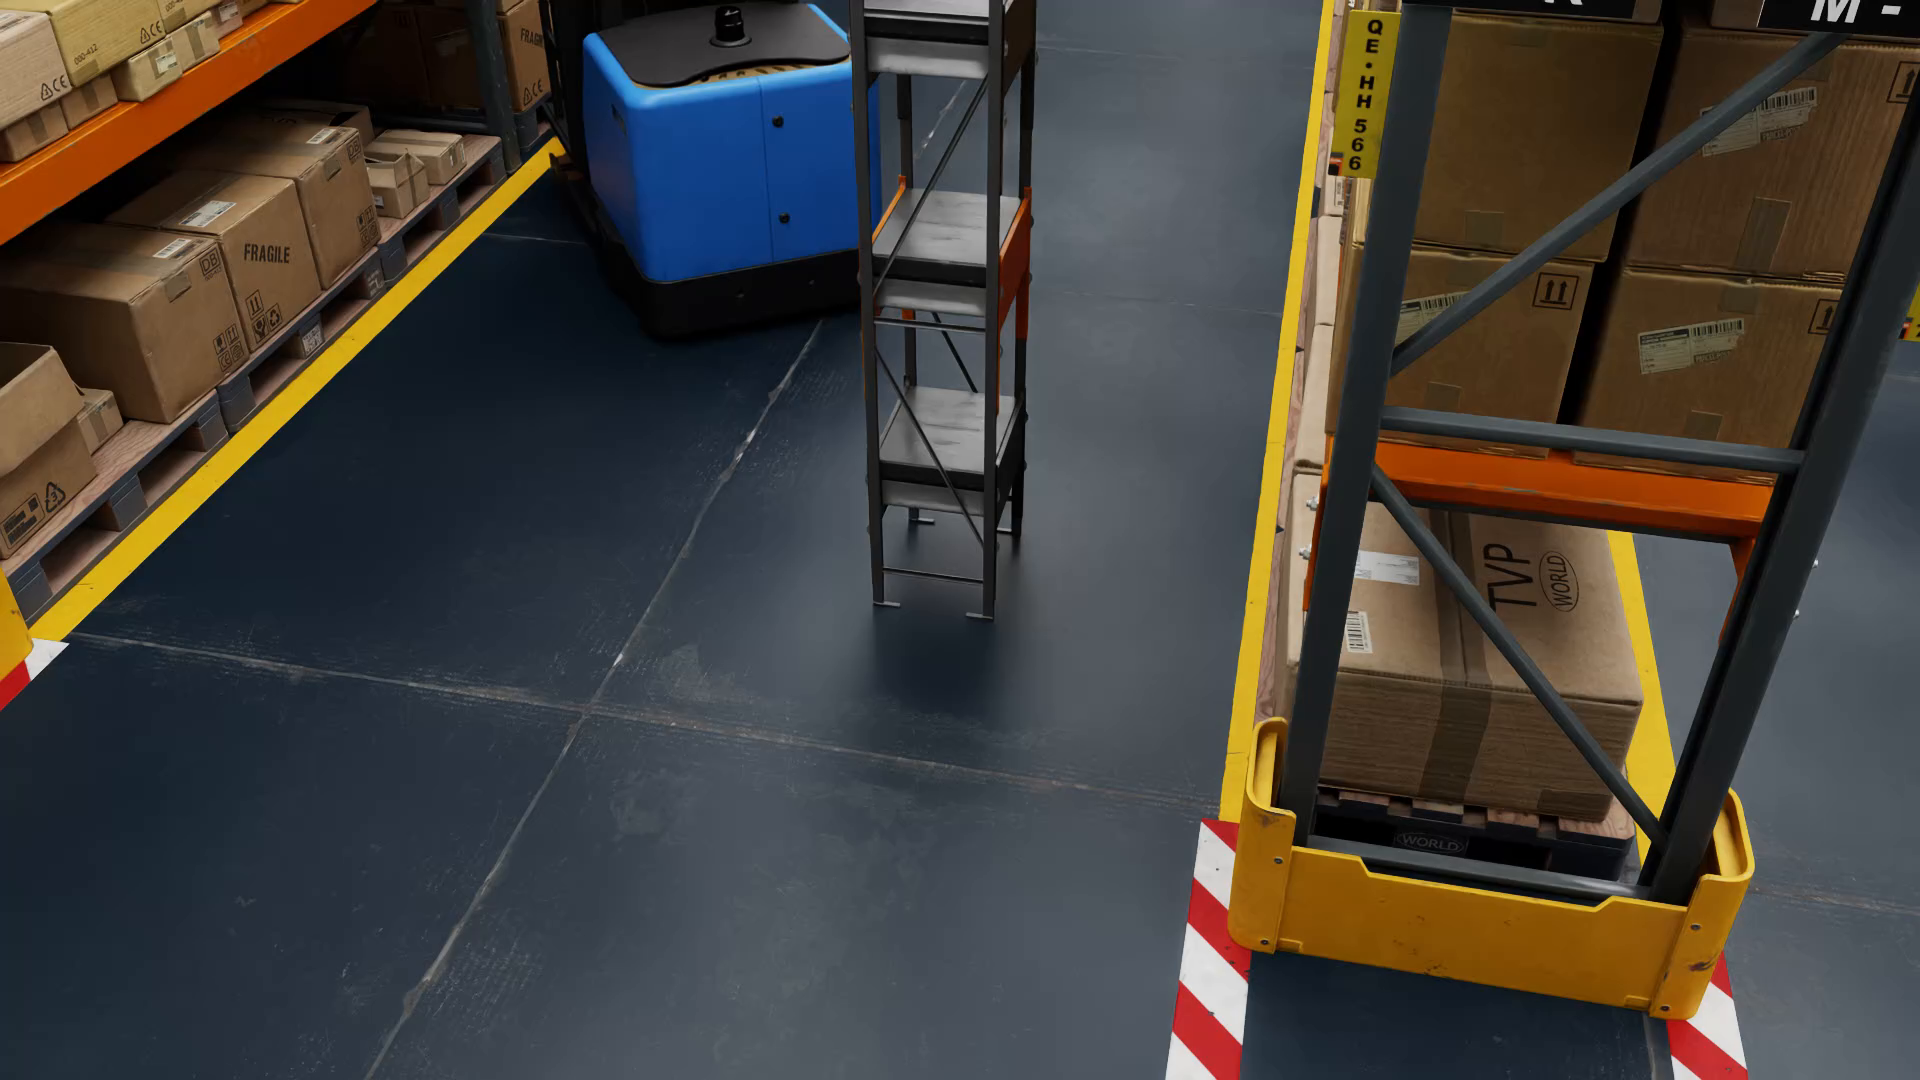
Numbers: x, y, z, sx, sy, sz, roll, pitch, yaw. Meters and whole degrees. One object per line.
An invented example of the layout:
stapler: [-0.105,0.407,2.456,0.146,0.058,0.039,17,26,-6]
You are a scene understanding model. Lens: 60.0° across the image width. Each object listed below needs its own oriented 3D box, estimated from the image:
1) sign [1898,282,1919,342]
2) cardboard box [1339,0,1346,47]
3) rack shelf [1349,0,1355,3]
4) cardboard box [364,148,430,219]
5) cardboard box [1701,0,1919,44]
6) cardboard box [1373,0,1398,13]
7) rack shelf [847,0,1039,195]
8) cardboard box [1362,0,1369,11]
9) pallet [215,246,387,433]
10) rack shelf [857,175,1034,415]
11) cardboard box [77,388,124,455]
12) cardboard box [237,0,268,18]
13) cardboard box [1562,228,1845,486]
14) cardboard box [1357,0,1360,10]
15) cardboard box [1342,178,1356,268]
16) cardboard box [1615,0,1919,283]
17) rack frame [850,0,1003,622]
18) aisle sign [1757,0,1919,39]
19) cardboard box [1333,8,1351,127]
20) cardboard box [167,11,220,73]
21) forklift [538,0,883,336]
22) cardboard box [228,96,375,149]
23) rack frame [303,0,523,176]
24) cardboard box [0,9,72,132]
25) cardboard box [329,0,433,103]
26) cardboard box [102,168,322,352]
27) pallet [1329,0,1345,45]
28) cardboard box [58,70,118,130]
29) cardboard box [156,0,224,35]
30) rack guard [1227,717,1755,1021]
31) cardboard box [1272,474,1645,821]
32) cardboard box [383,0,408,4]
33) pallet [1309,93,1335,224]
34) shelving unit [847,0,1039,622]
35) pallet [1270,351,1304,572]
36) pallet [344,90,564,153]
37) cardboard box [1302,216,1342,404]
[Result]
sign: [1.841,-0.514,3.098,0.100,0.325,0.005,7,37,10]
cardboard box: [2.585,-3.204,9.067,0.875,0.875,0.875,8,37,11]
rack shelf: [2.581,-3.353,8.433,1.077,0.370,4.000,7,37,10]
cardboard box: [-2.604,-1.620,7.400,0.396,0.266,0.258,9,37,12]
cardboard box: [1.646,-1.081,3.195,0.380,0.149,0.250,8,37,11]
cardboard box: [1.253,-1.259,3.994,0.500,0.500,0.500,7,37,10]
rack shelf: [-0.035,-1.311,4.600,0.431,0.518,0.480,7,37,10]
cardboard box: [1.464,-1.434,5.087,0.500,0.500,0.500,8,37,11]
pallet: [-3.102,-0.893,6.803,1.003,0.211,1.213,7,37,10]
rack shelf: [-0.035,-0.744,5.011,0.431,0.518,0.480,7,37,10]
cardboard box: [-3.198,-0.417,5.841,0.380,0.149,0.250,6,36,8]
cardboard box: [-2.858,-2.066,6.259,0.380,0.149,0.250,8,37,11]
cardboard box: [1.683,-0.484,3.776,0.500,0.500,0.500,7,37,10]
cardboard box: [1.687,-2.014,5.887,0.500,0.500,0.500,8,37,10]
cardboard box: [1.266,-0.840,4.268,0.500,0.500,0.500,7,36,9]
cardboard box: [1.680,-0.889,3.483,0.500,0.500,0.500,7,36,9]
rack frame: [-0.087,-0.615,4.810,0.400,2.100,0.015,7,37,10]
aisle sign: [1.568,-1.179,2.606,0.394,0.787,0.004,7,37,10]
cardboard box: [2.208,-2.173,7.644,0.875,0.875,0.875,8,37,11]
cardboard box: [-2.852,-1.762,5.840,0.380,0.149,0.250,8,37,11]
forklift: [-1.345,-2.878,7.223,1.130,2.935,3.031,-14,38,-18]
cardboard box: [-3.068,-1.850,7.679,0.500,0.311,0.500,9,37,12]
rack frame: [-2.696,-3.117,7.495,1.000,3.000,0.127,7,37,10]
cardboard box: [-3.083,-1.399,4.999,0.500,0.250,0.500,8,37,10]
cardboard box: [-2.880,-2.594,8.545,0.500,0.500,0.500,7,37,10]
cardboard box: [-2.896,-1.097,6.479,0.500,0.500,0.500,8,37,11]
pallet: [2.766,-3.219,10.011,1.003,0.211,1.213,7,37,10]
cardboard box: [-3.016,-1.473,5.441,0.380,0.149,0.250,8,37,11]
cardboard box: [-2.889,-1.986,5.809,0.500,0.250,0.500,6,36,9]
rack guard: [1.295,0.822,4.190,1.175,0.500,0.348,7,37,10]
cardboard box: [1.343,0.272,4.644,0.875,0.438,0.875,6,36,8]
cardboard box: [-2.899,-2.785,8.256,0.380,0.149,0.250,6,36,8]
pallet: [2.245,-1.820,8.081,1.003,0.211,1.213,7,37,10]
shelving unit: [-0.035,-0.755,5.003,0.431,2.100,0.503,7,37,10]
pallet: [1.657,-0.241,5.902,1.003,0.211,1.213,7,37,10]
pallet: [-2.559,-2.459,8.963,1.003,0.211,1.213,7,37,10]
cardboard box: [1.724,-0.770,6.082,0.875,0.438,0.875,6,36,9]
